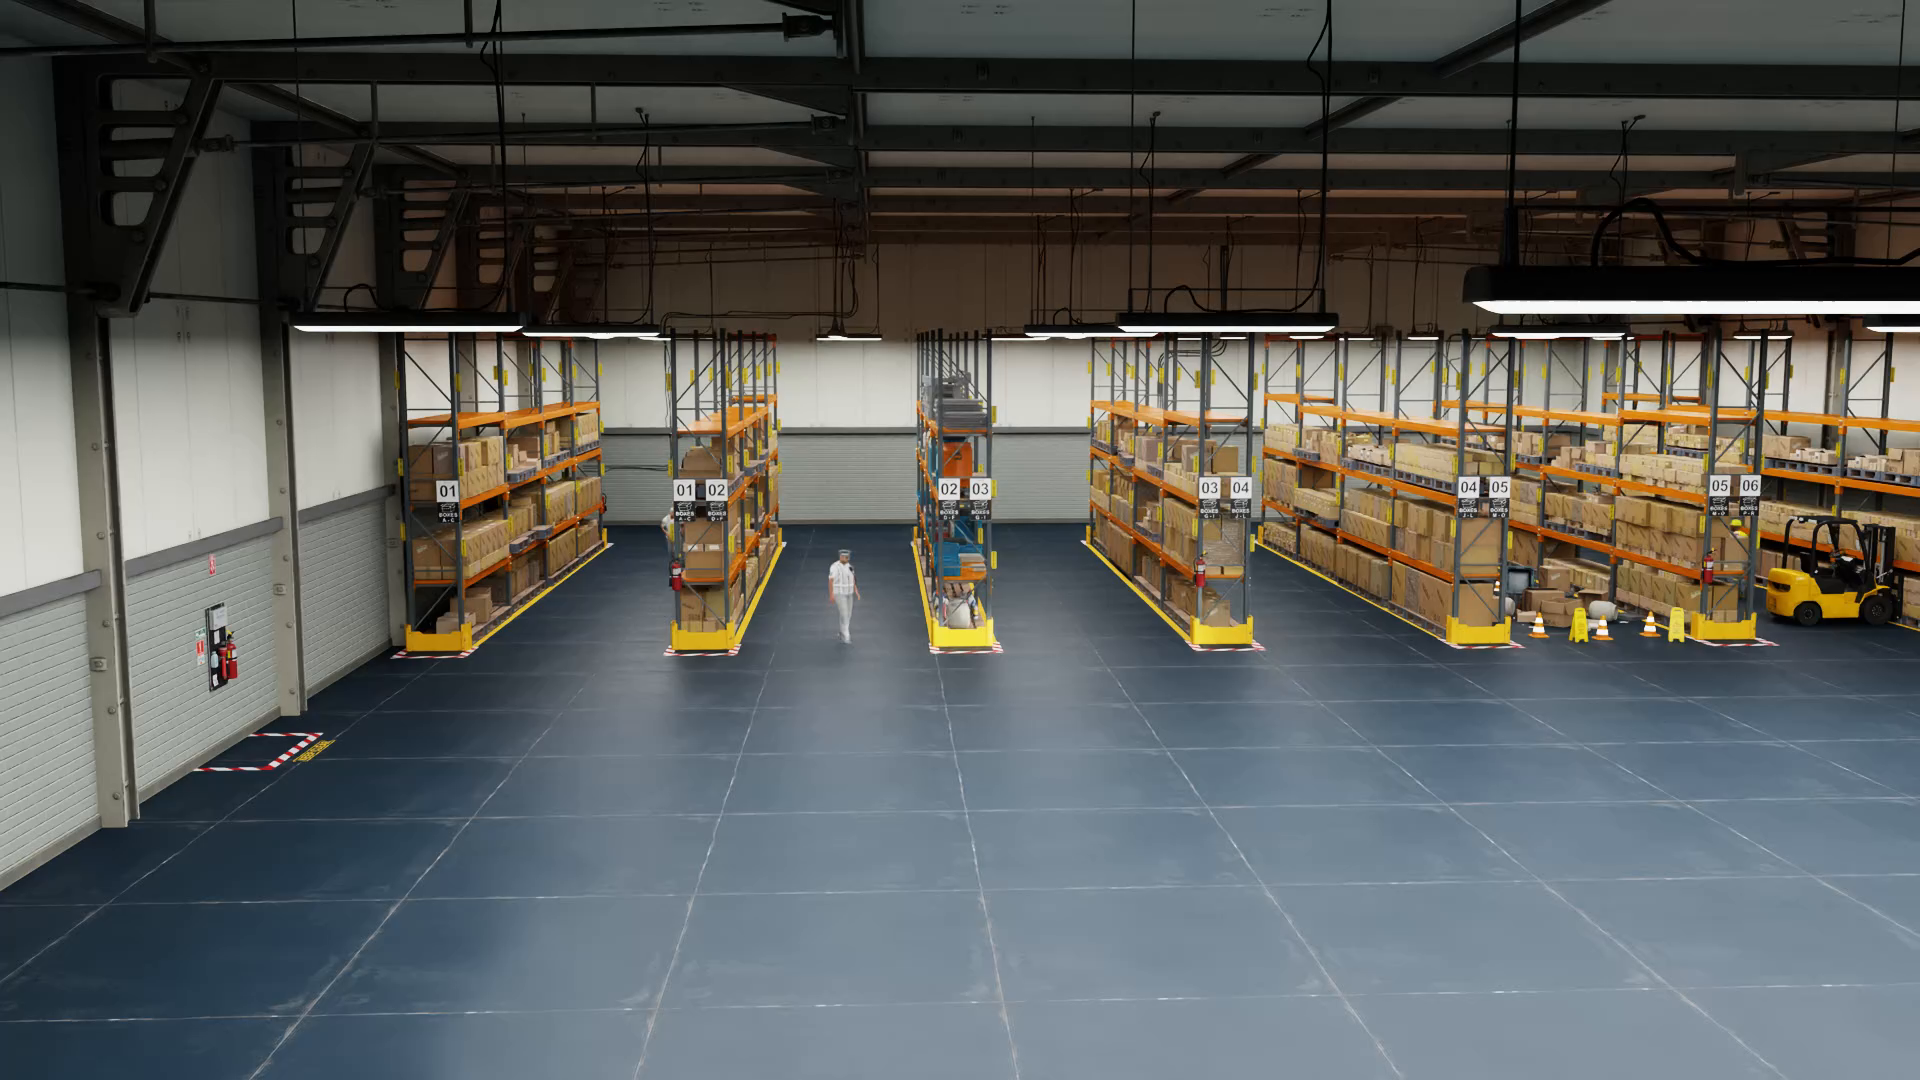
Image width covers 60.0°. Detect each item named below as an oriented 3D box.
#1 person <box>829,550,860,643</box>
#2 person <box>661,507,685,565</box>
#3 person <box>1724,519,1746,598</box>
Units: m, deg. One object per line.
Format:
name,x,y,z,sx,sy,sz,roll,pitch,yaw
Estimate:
person,-2.197,1.096,32.197,0.595,1.809,0.562,6,9,41
person,-7.340,-0.084,42.691,0.571,1.573,0.746,1,7,6
person,17.605,0.444,37.608,0.535,1.802,0.604,-2,7,-13
